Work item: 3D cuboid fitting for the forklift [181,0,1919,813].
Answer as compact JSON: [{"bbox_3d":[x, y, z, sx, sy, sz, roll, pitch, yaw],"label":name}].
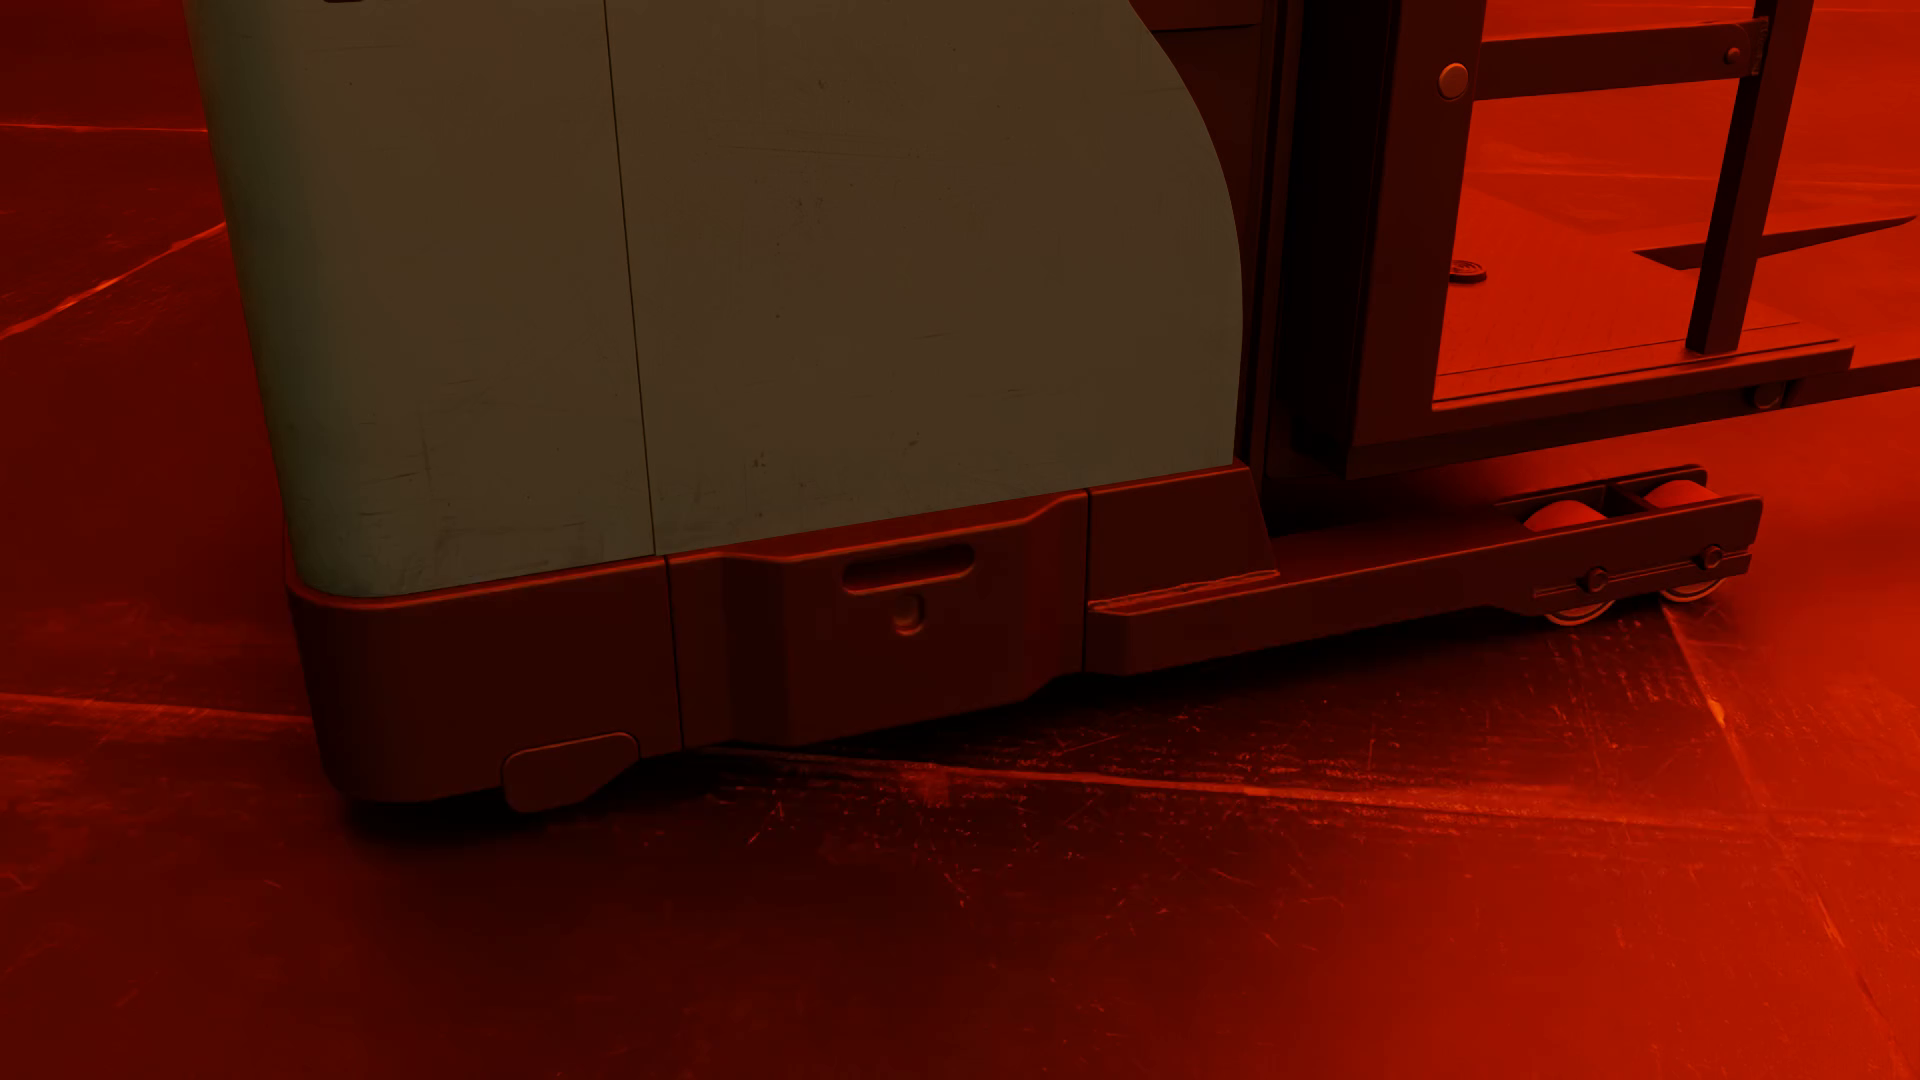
[{"bbox_3d":[0.572,-1.406,2.035,3.031,2.935,1.130,-9,28,-18],"label":"forklift"}]
